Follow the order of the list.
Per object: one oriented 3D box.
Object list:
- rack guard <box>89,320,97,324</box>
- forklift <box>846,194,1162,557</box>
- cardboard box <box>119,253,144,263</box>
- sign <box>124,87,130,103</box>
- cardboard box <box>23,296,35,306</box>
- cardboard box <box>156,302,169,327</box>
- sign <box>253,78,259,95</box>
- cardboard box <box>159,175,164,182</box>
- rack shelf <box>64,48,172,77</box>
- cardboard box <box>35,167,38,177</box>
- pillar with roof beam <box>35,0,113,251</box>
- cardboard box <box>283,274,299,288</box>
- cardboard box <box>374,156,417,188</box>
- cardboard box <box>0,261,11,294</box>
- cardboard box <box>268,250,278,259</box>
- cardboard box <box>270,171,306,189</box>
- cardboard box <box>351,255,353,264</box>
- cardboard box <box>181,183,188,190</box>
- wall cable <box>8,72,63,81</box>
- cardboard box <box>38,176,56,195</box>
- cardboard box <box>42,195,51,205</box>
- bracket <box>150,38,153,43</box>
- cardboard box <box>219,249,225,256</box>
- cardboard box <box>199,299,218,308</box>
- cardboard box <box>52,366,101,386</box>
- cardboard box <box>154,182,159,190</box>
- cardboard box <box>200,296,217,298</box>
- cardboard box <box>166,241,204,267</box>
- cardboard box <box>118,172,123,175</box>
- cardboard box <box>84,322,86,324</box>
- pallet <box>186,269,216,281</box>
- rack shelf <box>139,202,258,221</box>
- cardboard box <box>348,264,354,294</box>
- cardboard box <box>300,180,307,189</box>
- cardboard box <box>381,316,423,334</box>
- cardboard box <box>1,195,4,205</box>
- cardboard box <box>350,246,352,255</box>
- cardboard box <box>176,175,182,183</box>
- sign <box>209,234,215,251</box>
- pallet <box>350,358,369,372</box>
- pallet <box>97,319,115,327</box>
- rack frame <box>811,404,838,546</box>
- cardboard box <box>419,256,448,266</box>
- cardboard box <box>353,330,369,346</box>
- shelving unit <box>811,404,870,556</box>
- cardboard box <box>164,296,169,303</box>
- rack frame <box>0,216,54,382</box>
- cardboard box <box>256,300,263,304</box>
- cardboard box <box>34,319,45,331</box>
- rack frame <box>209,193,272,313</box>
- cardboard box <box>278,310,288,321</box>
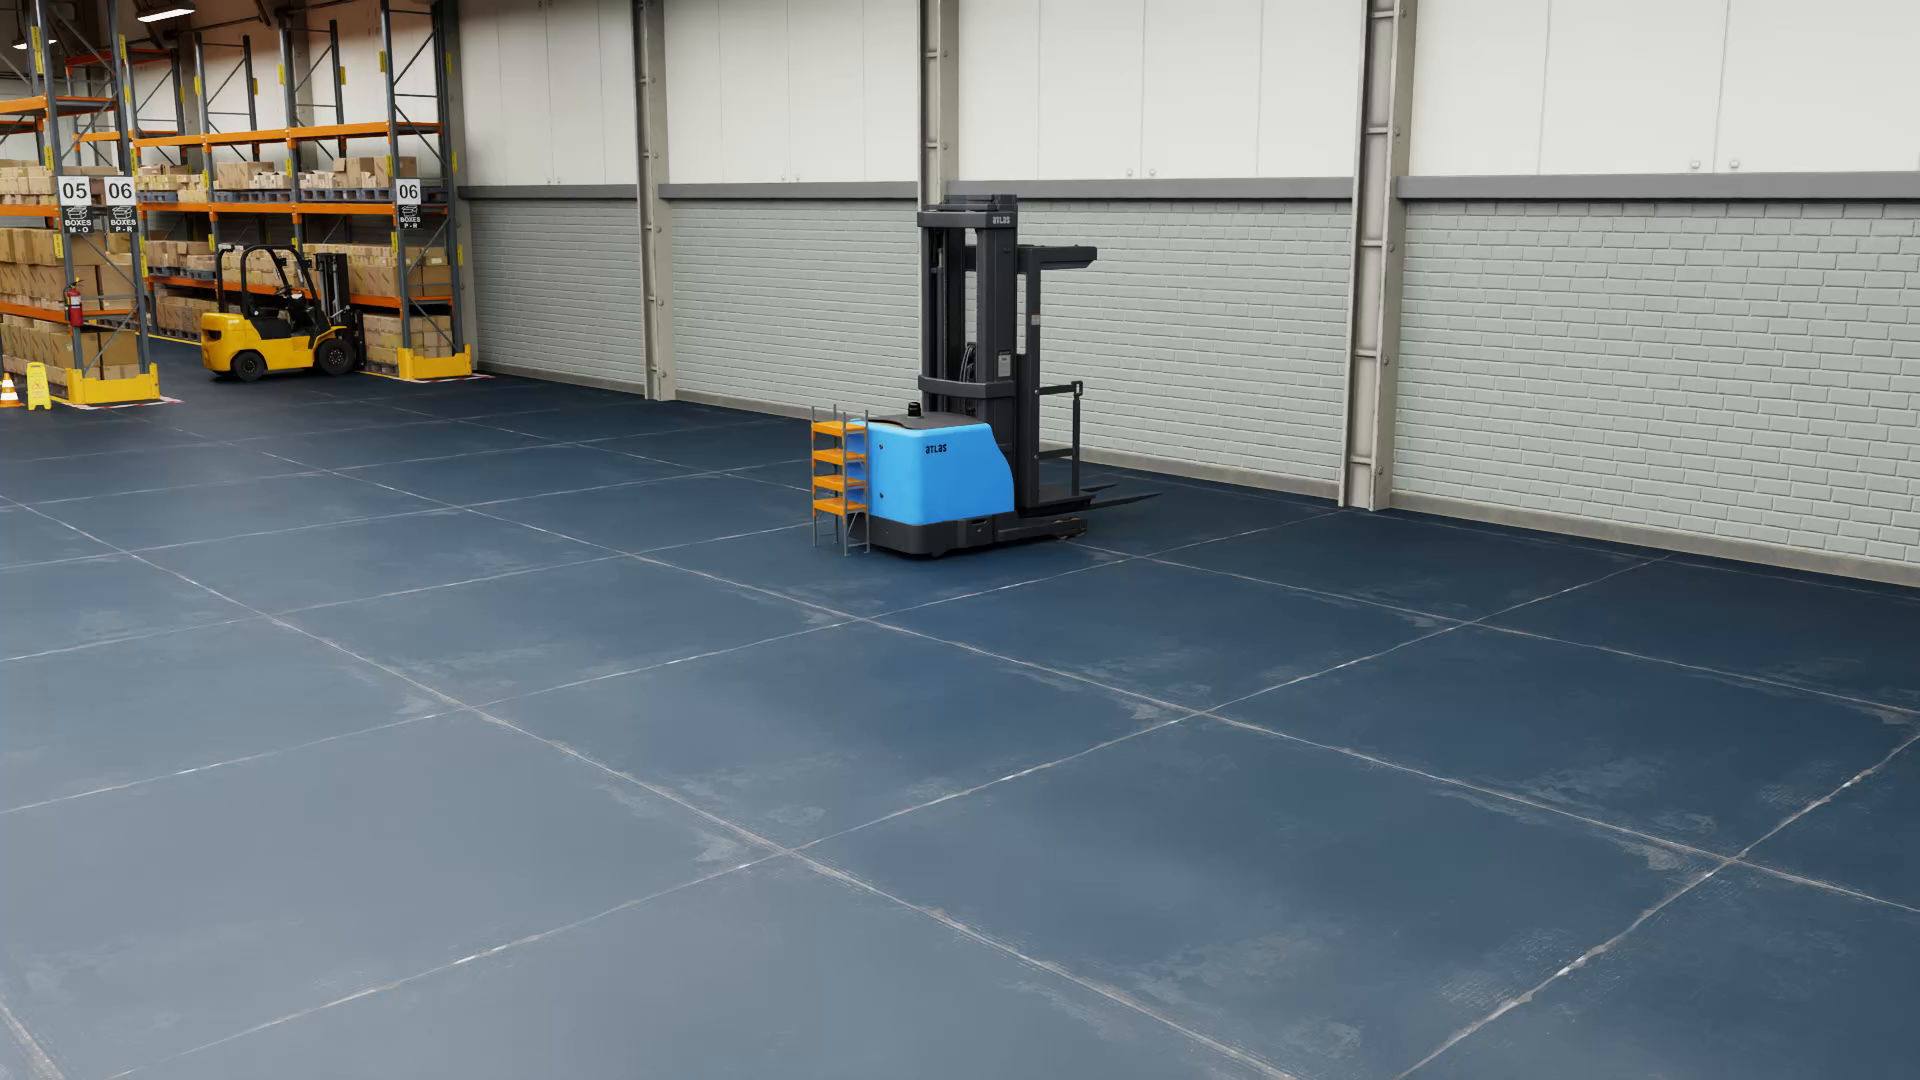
[{"bbox_3d":[-19.711,-5.292,38.857,1.175,0.500,0.348,-11,16,-43],"label":"rack guard"},{"bbox_3d":[0.491,-1.515,14.501,3.031,2.935,1.130,-9,15,-38],"label":"forklift"},{"bbox_3d":[-18.221,-6.202,36.713,0.500,0.250,0.500,-11,16,-43],"label":"cardboard box"},{"bbox_3d":[-17.407,-9.305,34.764,0.100,0.325,0.005,-11,16,-43],"label":"sign"},{"bbox_3d":[-14.008,-3.649,25.311,0.380,0.149,0.250,-11,16,-43],"label":"cardboard box"},{"bbox_3d":[-16.830,-4.823,35.540,0.500,0.500,0.500,-10,15,-40],"label":"cardboard box"},{"bbox_3d":[-13.840,-8.911,32.654,0.100,0.325,0.005,-11,16,-43],"label":"sign"},{"bbox_3d":[-16.173,-7.407,34.091,0.380,0.149,0.250,-11,16,-42],"label":"cardboard box"},{"bbox_3d":[-18.383,-10.449,36.374,1.077,0.370,4.000,-11,16,-43],"label":"rack shelf"},{"bbox_3d":[-13.227,-5.366,24.238,0.380,0.149,0.250,-11,16,-42],"label":"cardboard box"},{"bbox_3d":[-24.088,-9.385,37.661,9.100,9.000,0.548,-11,16,-43],"label":"pillar with roof beam"},{"bbox_3d":[-12.014,-4.739,30.353,0.500,0.250,0.500,-10,16,-41],"label":"cardboard box"},{"bbox_3d":[-9.196,-5.995,27.108,0.500,0.500,0.500,-10,15,-41],"label":"cardboard box"},{"bbox_3d":[-14.599,-4.105,25.918,0.500,0.500,0.500,-11,16,-43],"label":"cardboard box"},{"bbox_3d":[-12.609,-5.306,30.879,0.250,0.149,0.380,11,16,44],"label":"cardboard box"},{"bbox_3d":[-12.153,-6.528,30.160,0.500,0.311,0.500,11,16,43],"label":"cardboard box"},{"bbox_3d":[-10.167,-4.803,28.435,0.380,0.149,0.250,-11,16,-43],"label":"cardboard box"},{"bbox_3d":[-15.528,-7.160,33.681,0.380,0.149,0.250,-10,15,-41],"label":"cardboard box"},{"bbox_3d":[-22.736,-13.191,42.356,2.988,3.039,0.133,-11,16,-43],"label":"wall cable"},{"bbox_3d":[-12.850,-5.078,23.827,0.500,0.250,0.500,-11,16,-43],"label":"cardboard box"},{"bbox_3d":[-12.946,-4.891,23.905,0.380,0.149,0.250,-11,16,-42],"label":"cardboard box"},{"bbox_3d":[-17.374,-10.883,36.013,0.235,0.232,0.430,-11,16,-43],"label":"bracket"},{"bbox_3d":[-14.232,-5.639,32.491,0.380,0.149,0.250,-10,15,-41],"label":"cardboard box"},{"bbox_3d":[-15.274,-4.820,33.921,0.380,0.149,0.250,-10,15,-41],"label":"cardboard box"},{"bbox_3d":[-13.071,-2.443,24.607,0.500,0.250,0.500,-11,16,-43],"label":"cardboard box"},{"bbox_3d":[-16.376,-7.296,34.293,0.380,0.149,0.250,-11,16,-43],"label":"cardboard box"},{"bbox_3d":[-15.832,-5.076,35.160,0.380,0.149,0.250,-10,16,-41],"label":"cardboard box"},{"bbox_3d":[-15.930,-5.906,34.356,0.700,0.500,0.500,-11,16,-43],"label":"cardboard box"},{"bbox_3d":[-17.881,-7.842,36.005,0.500,0.250,0.500,-11,16,-43],"label":"cardboard box"},{"bbox_3d":[-14.109,-3.187,26.361,0.500,0.500,0.500,-11,16,-42],"label":"cardboard box"},{"bbox_3d":[-14.758,-5.355,33.444,1.213,0.211,1.003,-11,16,-43],"label":"pallet"},{"bbox_3d":[-15.620,-6.768,34.178,1.077,0.370,4.000,-11,16,-43],"label":"rack shelf"},{"bbox_3d":[-10.305,-4.500,28.571,0.500,0.500,0.500,-11,16,-42],"label":"cardboard box"},{"bbox_3d":[-11.387,-6.269,29.305,0.380,0.149,0.250,-10,16,-41],"label":"cardboard box"},{"bbox_3d":[-9.258,-3.564,27.574,0.500,0.250,0.500,-10,15,-41],"label":"cardboard box"},{"bbox_3d":[-14.635,-5.283,25.810,0.380,0.149,0.250,-11,16,-43],"label":"cardboard box"},{"bbox_3d":[-10.178,-4.950,28.413,0.380,0.149,0.250,-11,16,-42],"label":"cardboard box"},{"bbox_3d":[-15.587,-7.294,33.596,0.380,0.149,0.250,-11,16,-42],"label":"cardboard box"},{"bbox_3d":[-14.625,-5.811,32.509,0.100,0.325,0.005,-11,16,-43],"label":"sign"},{"bbox_3d":[-10.111,-3.110,28.983,1.003,0.211,1.213,-11,16,-43],"label":"pallet"},{"bbox_3d":[-19.160,-5.034,38.322,1.003,0.211,1.213,-11,16,-43],"label":"pallet"},{"bbox_3d":[-1.145,-0.548,14.099,0.240,1.200,0.015,-9,14,-36],"label":"rack frame"},{"bbox_3d":[-8.761,-4.644,27.665,0.250,0.149,0.380,11,16,44],"label":"cardboard box"},{"bbox_3d":[-9.987,-3.470,28.357,0.500,0.250,0.500,-11,16,-44],"label":"cardboard box"},{"bbox_3d":[-1.000,-0.509,13.907,0.258,1.200,0.503,-9,14,-36],"label":"shelving unit"},{"bbox_3d":[-16.699,-5.123,35.392,0.250,0.149,0.380,11,16,44],"label":"cardboard box"},{"bbox_3d":[-15.064,-4.083,26.798,1.000,3.000,0.127,-11,16,-43],"label":"rack frame"},{"bbox_3d":[-14.374,-4.778,33.716,0.380,0.149,0.250,-10,15,-40],"label":"cardboard box"},{"bbox_3d":[-13.698,-3.244,25.032,0.380,0.149,0.250,-10,15,-40],"label":"cardboard box"},{"bbox_3d":[-14.239,-5.359,32.992,1.000,3.000,0.127,-11,16,-43],"label":"rack frame"},{"bbox_3d":[-12.376,-4.007,31.272,0.875,0.625,0.625,-11,16,-43],"label":"cardboard box"}]
